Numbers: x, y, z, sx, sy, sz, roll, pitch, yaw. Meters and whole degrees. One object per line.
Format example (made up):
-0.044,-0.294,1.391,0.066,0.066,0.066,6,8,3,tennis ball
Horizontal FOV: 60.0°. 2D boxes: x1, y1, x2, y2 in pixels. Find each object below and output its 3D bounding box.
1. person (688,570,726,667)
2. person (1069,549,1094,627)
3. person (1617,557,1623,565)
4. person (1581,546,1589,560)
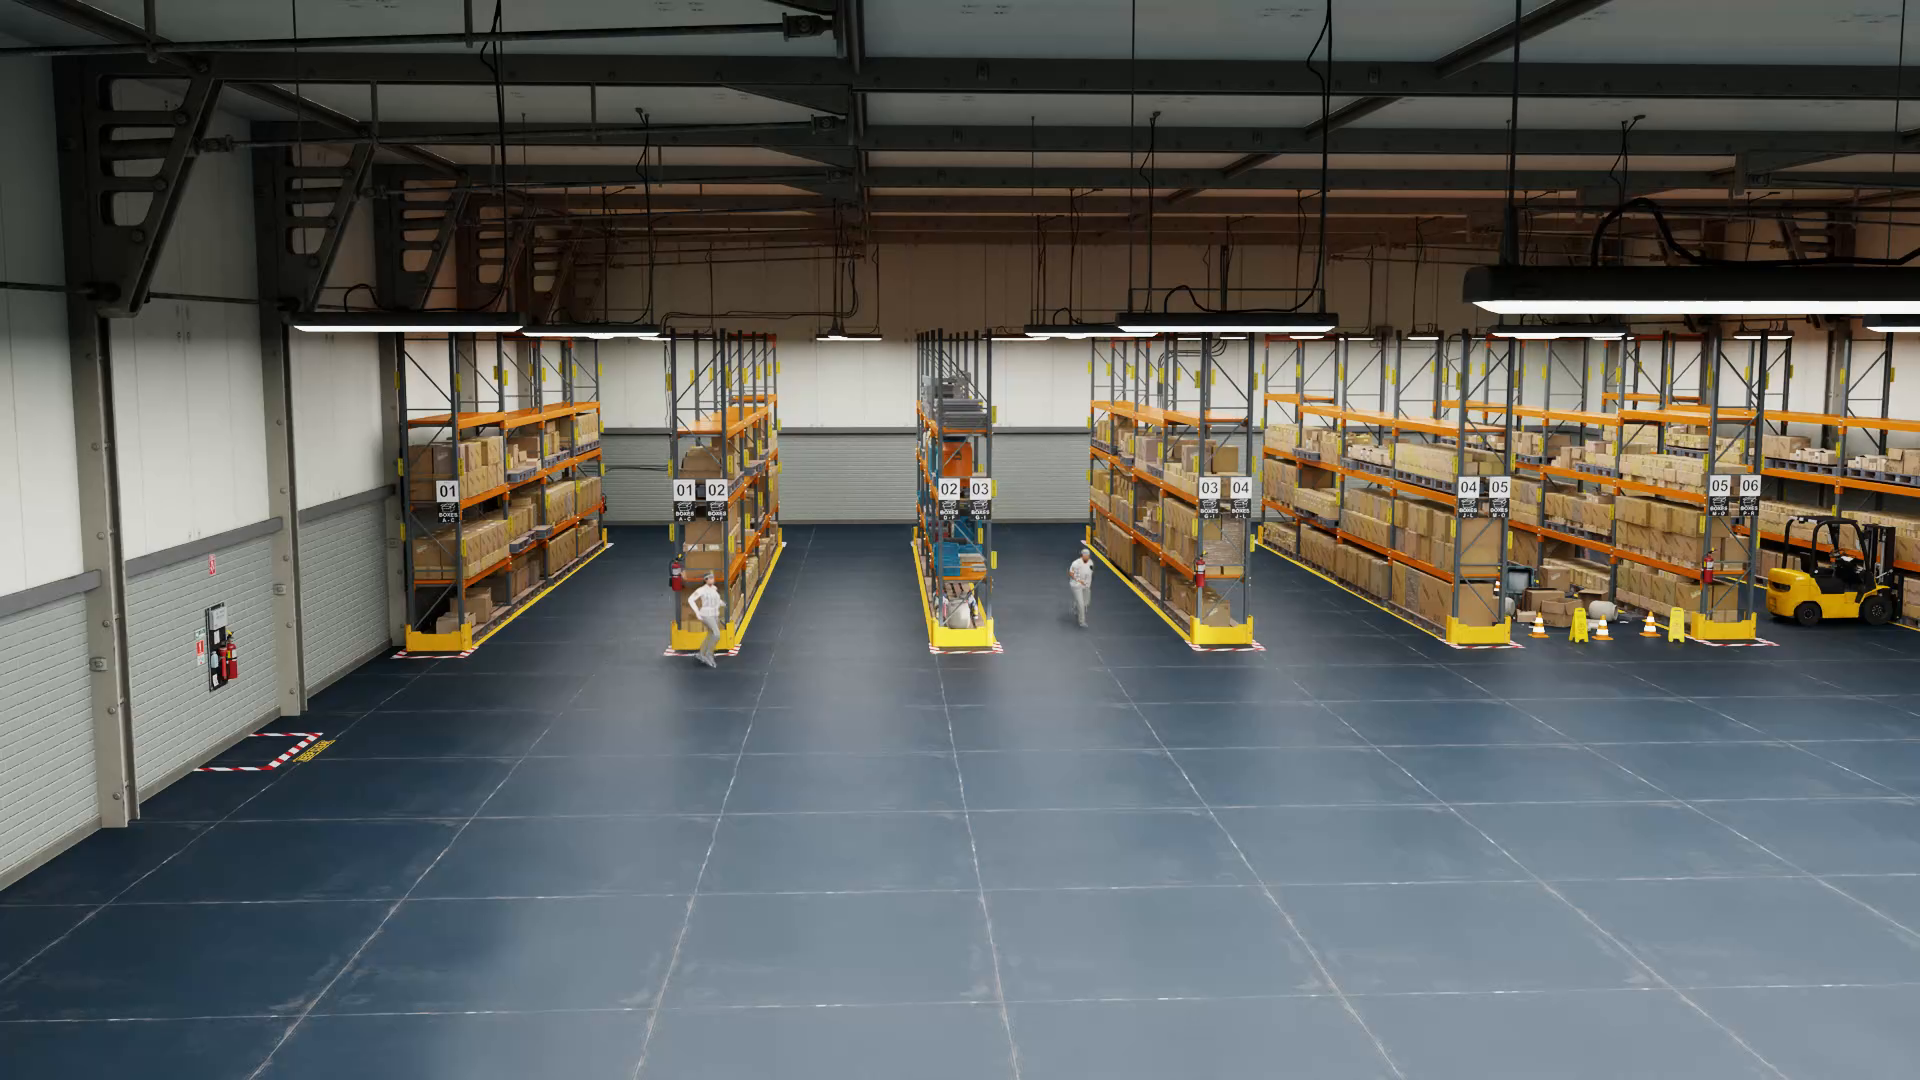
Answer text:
-4.457,1.396,29.665,0.708,1.722,0.579,4,8,28,person
2.461,0.958,33.882,0.572,1.609,0.759,-2,7,-20,person
16.221,0.082,40.433,0.724,1.798,0.950,0,7,-3,person
15.995,-0.130,42.851,0.574,1.666,0.913,-1,7,-5,person
